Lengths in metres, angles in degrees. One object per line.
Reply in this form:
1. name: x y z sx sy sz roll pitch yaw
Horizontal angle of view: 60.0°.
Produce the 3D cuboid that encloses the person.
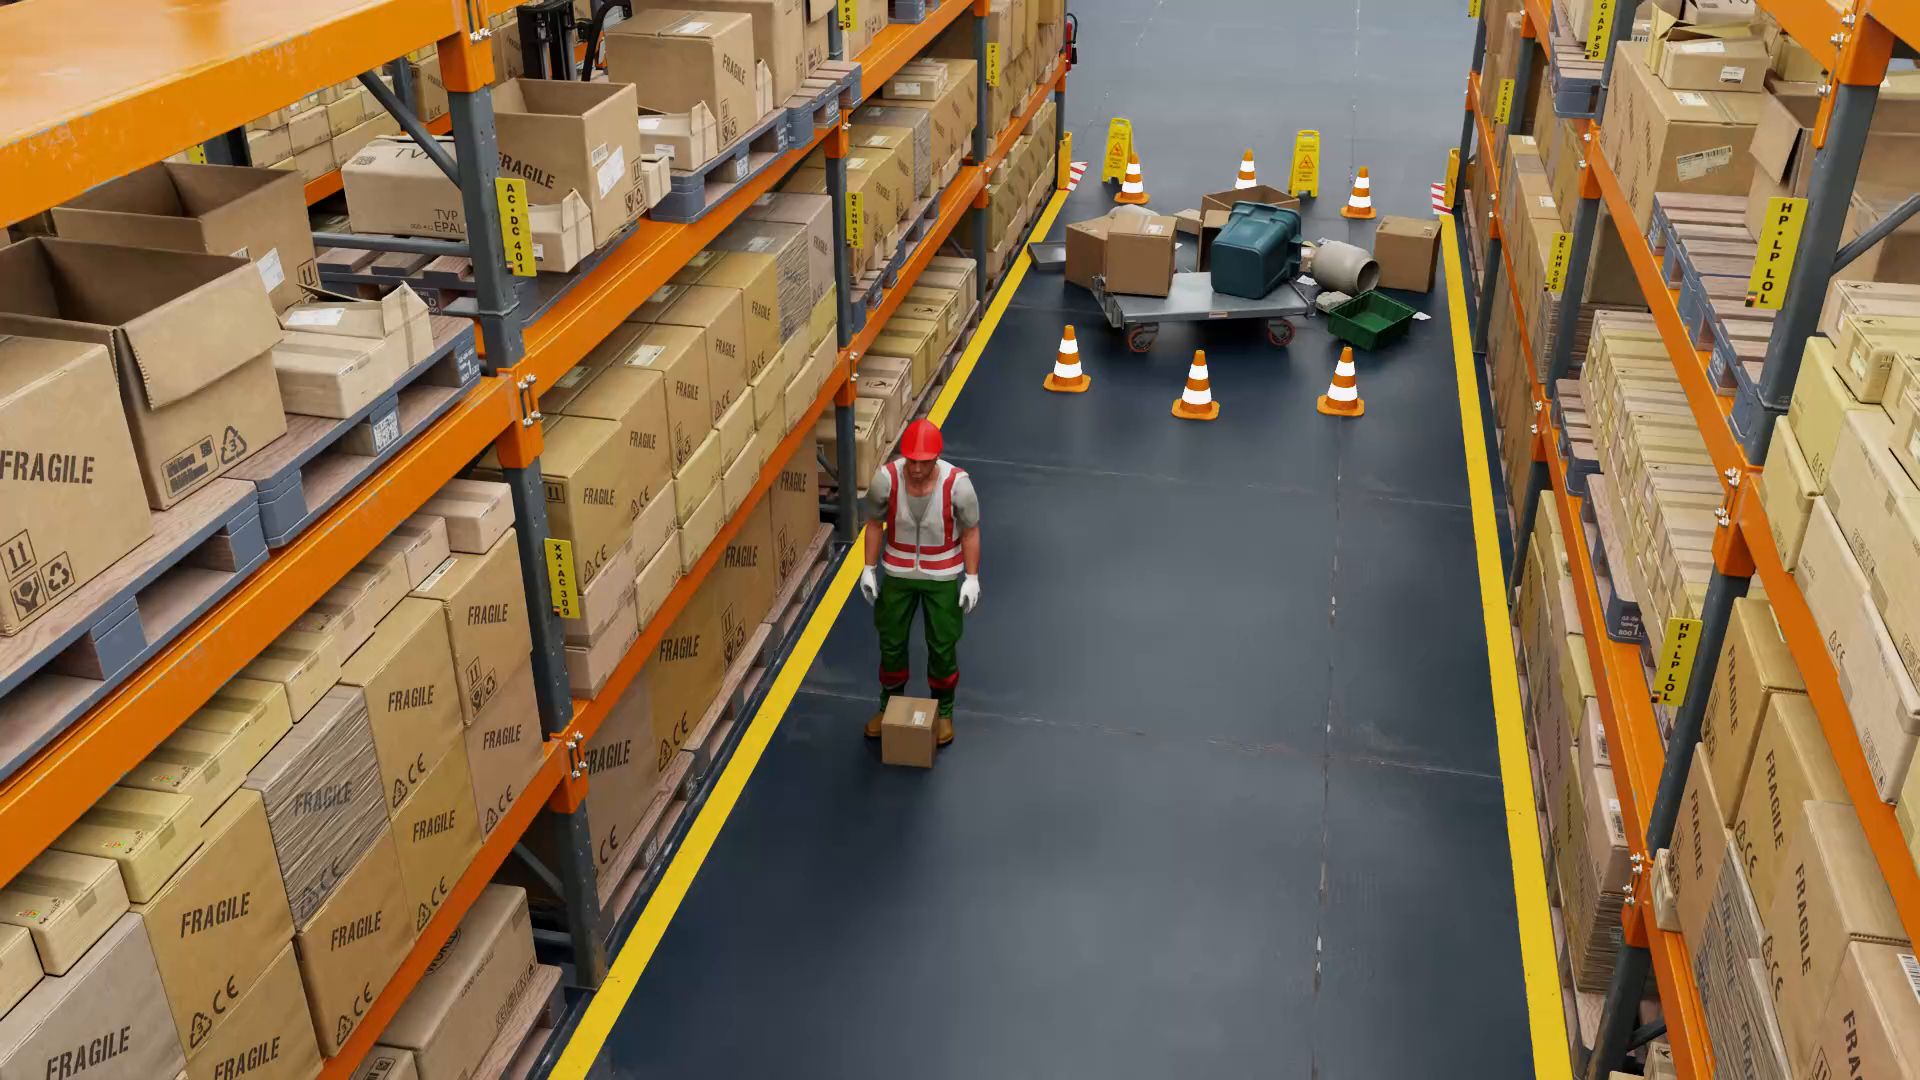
1. person: -0.198 0.196 8.250 0.609 1.777 0.453 4 29 8
